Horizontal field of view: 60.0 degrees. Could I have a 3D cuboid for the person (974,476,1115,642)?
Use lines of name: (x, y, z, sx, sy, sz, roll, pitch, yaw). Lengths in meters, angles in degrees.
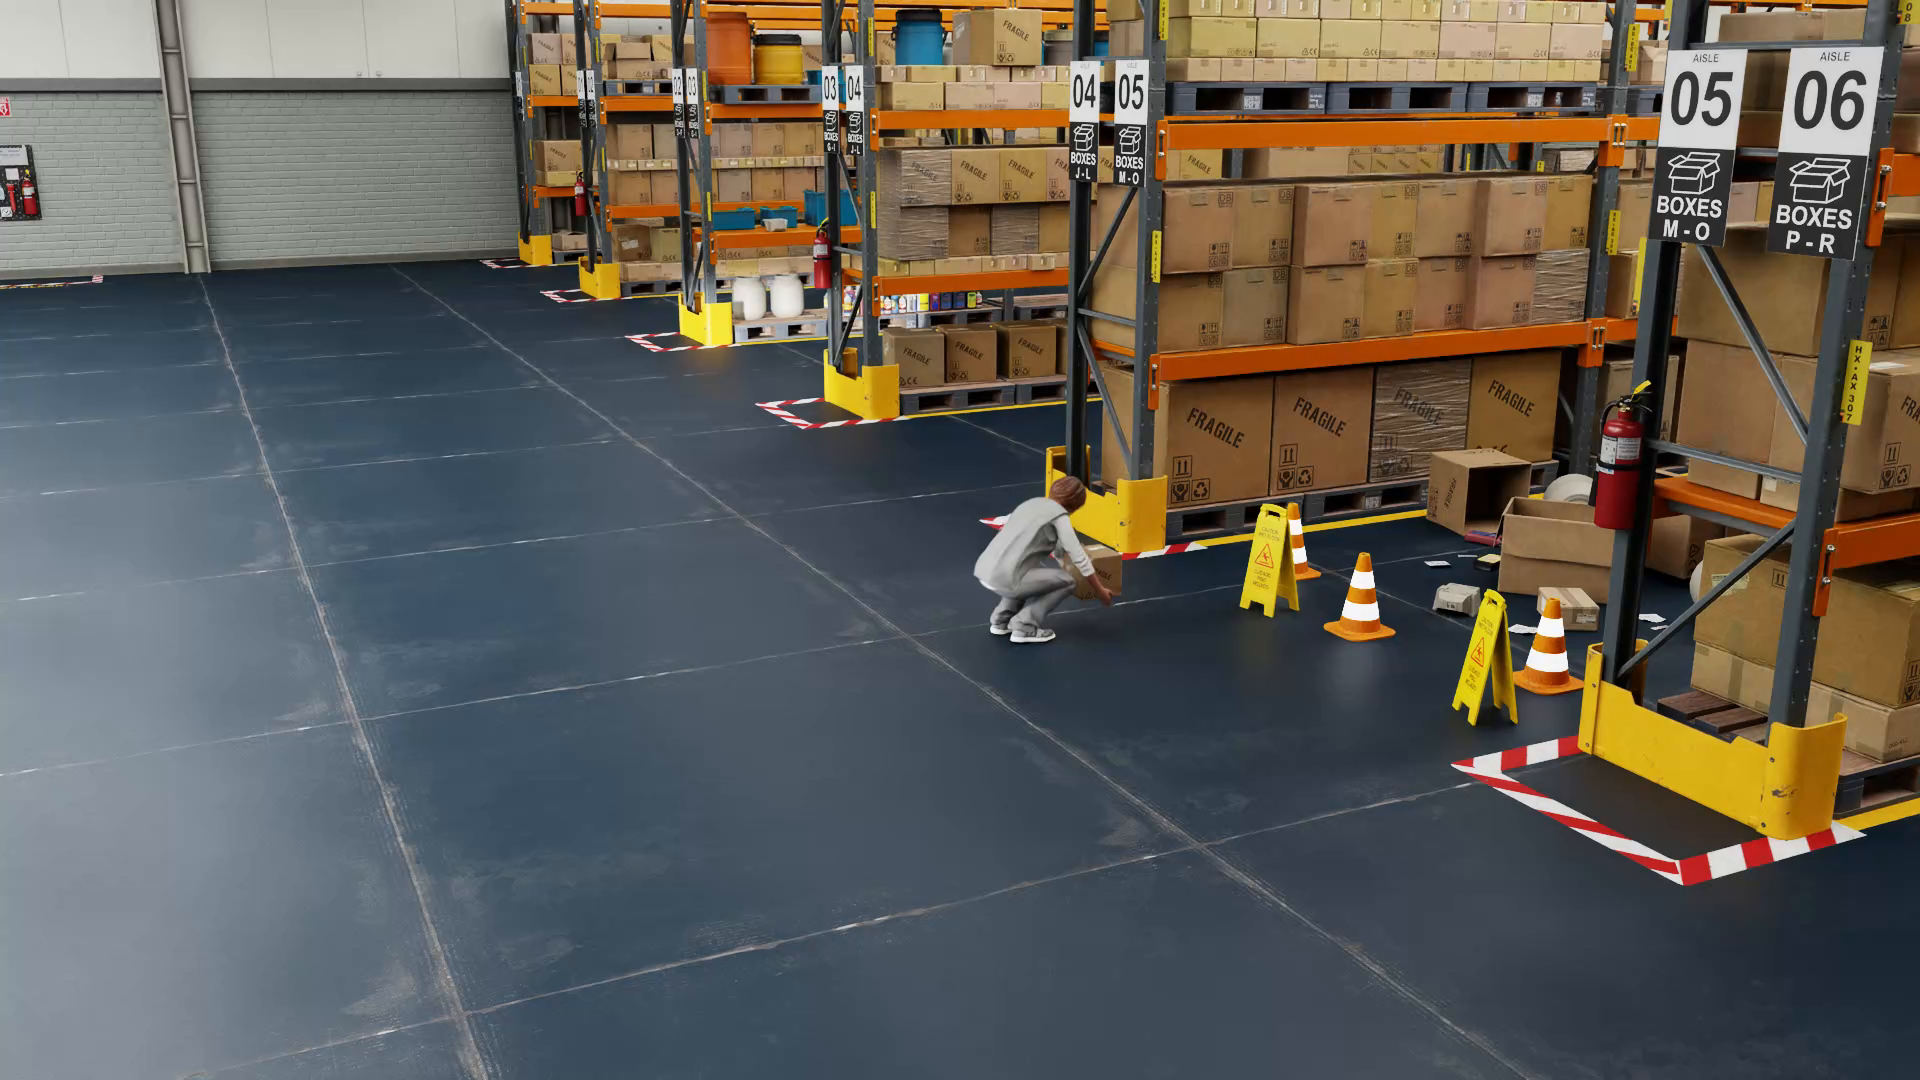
person: (0.462, 0.116, 9.469, 0.823, 0.890, 0.428, -8, 17, -26)
